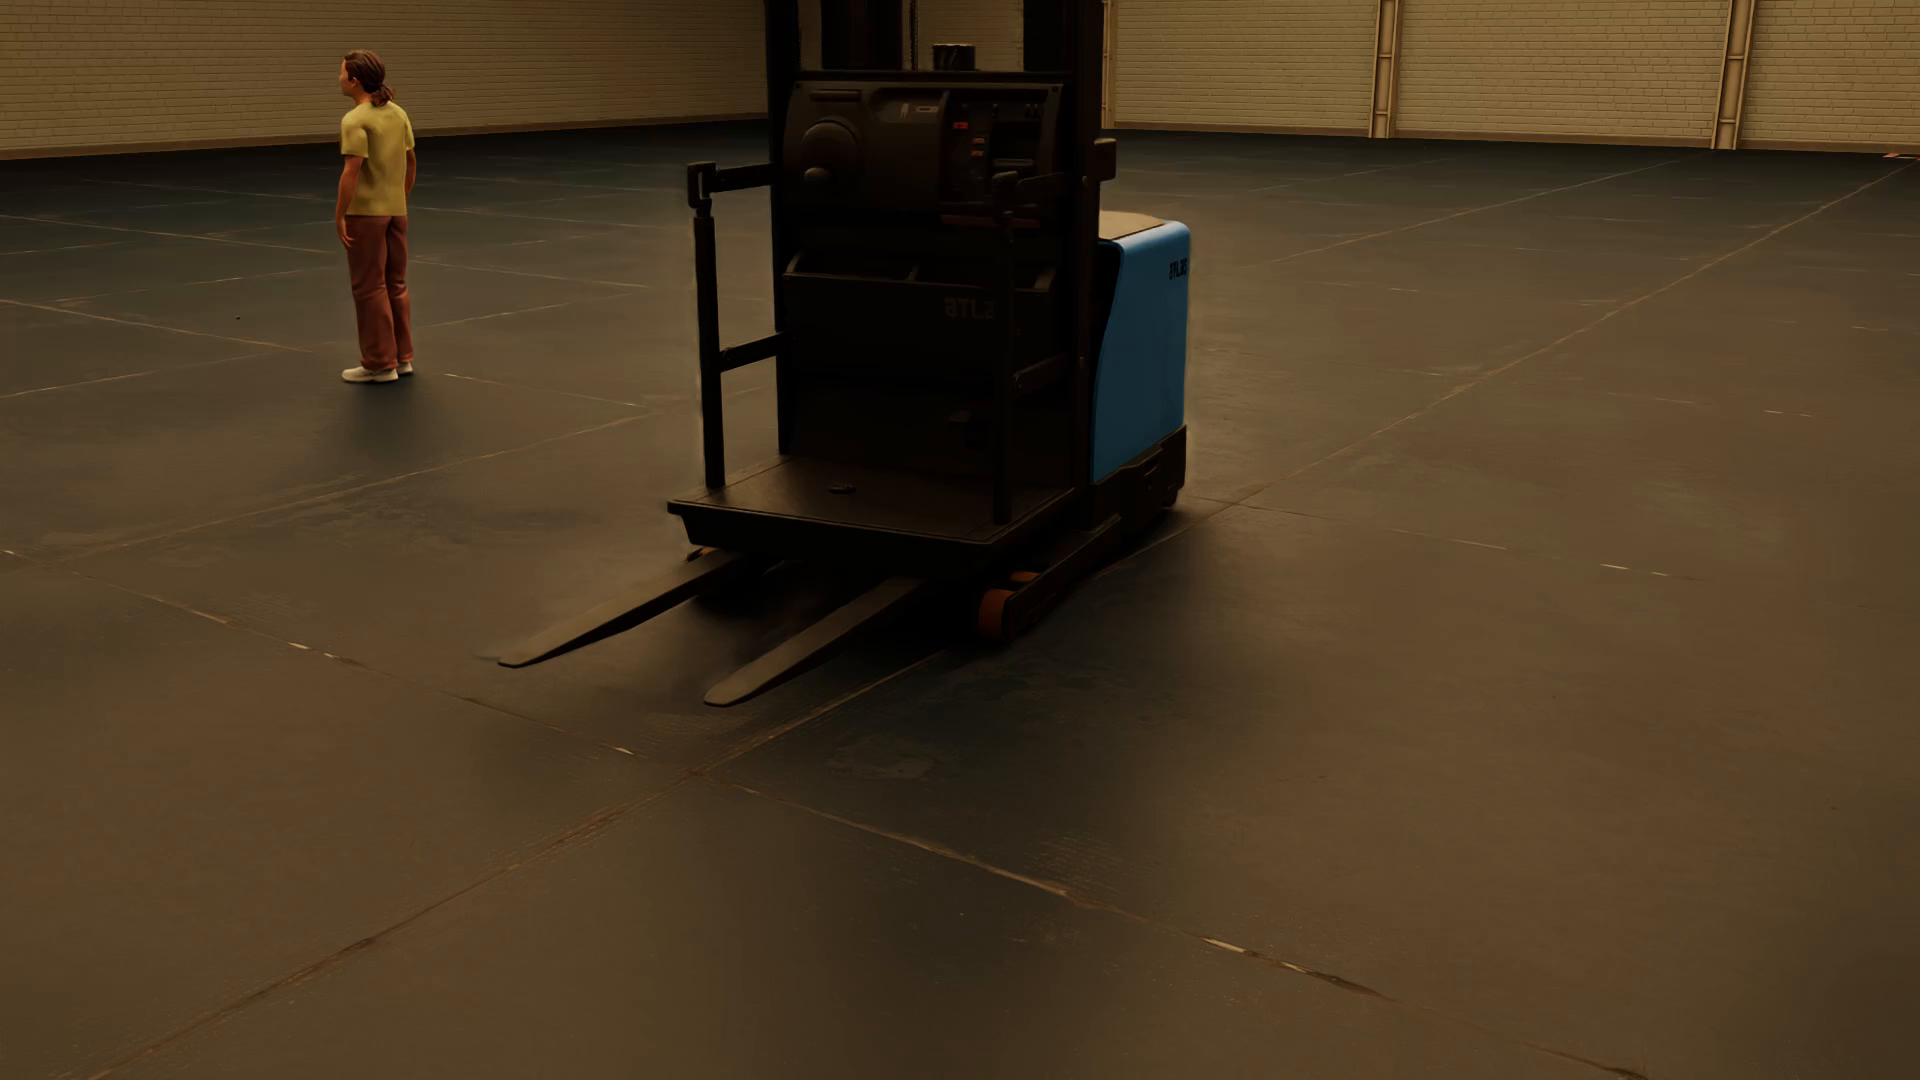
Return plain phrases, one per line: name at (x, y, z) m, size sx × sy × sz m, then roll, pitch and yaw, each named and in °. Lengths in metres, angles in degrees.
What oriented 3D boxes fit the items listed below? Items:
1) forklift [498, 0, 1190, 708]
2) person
forklift at (-0.214, -1.237, 4.970) m, size 1.130 × 2.935 × 3.031 m, roll 8°, pitch 18°, yaw 24°
person at (-3.049, -1.645, 8.522) m, size 0.524 × 1.681 × 0.537 m, roll 7°, pitch 18°, yaw 21°
